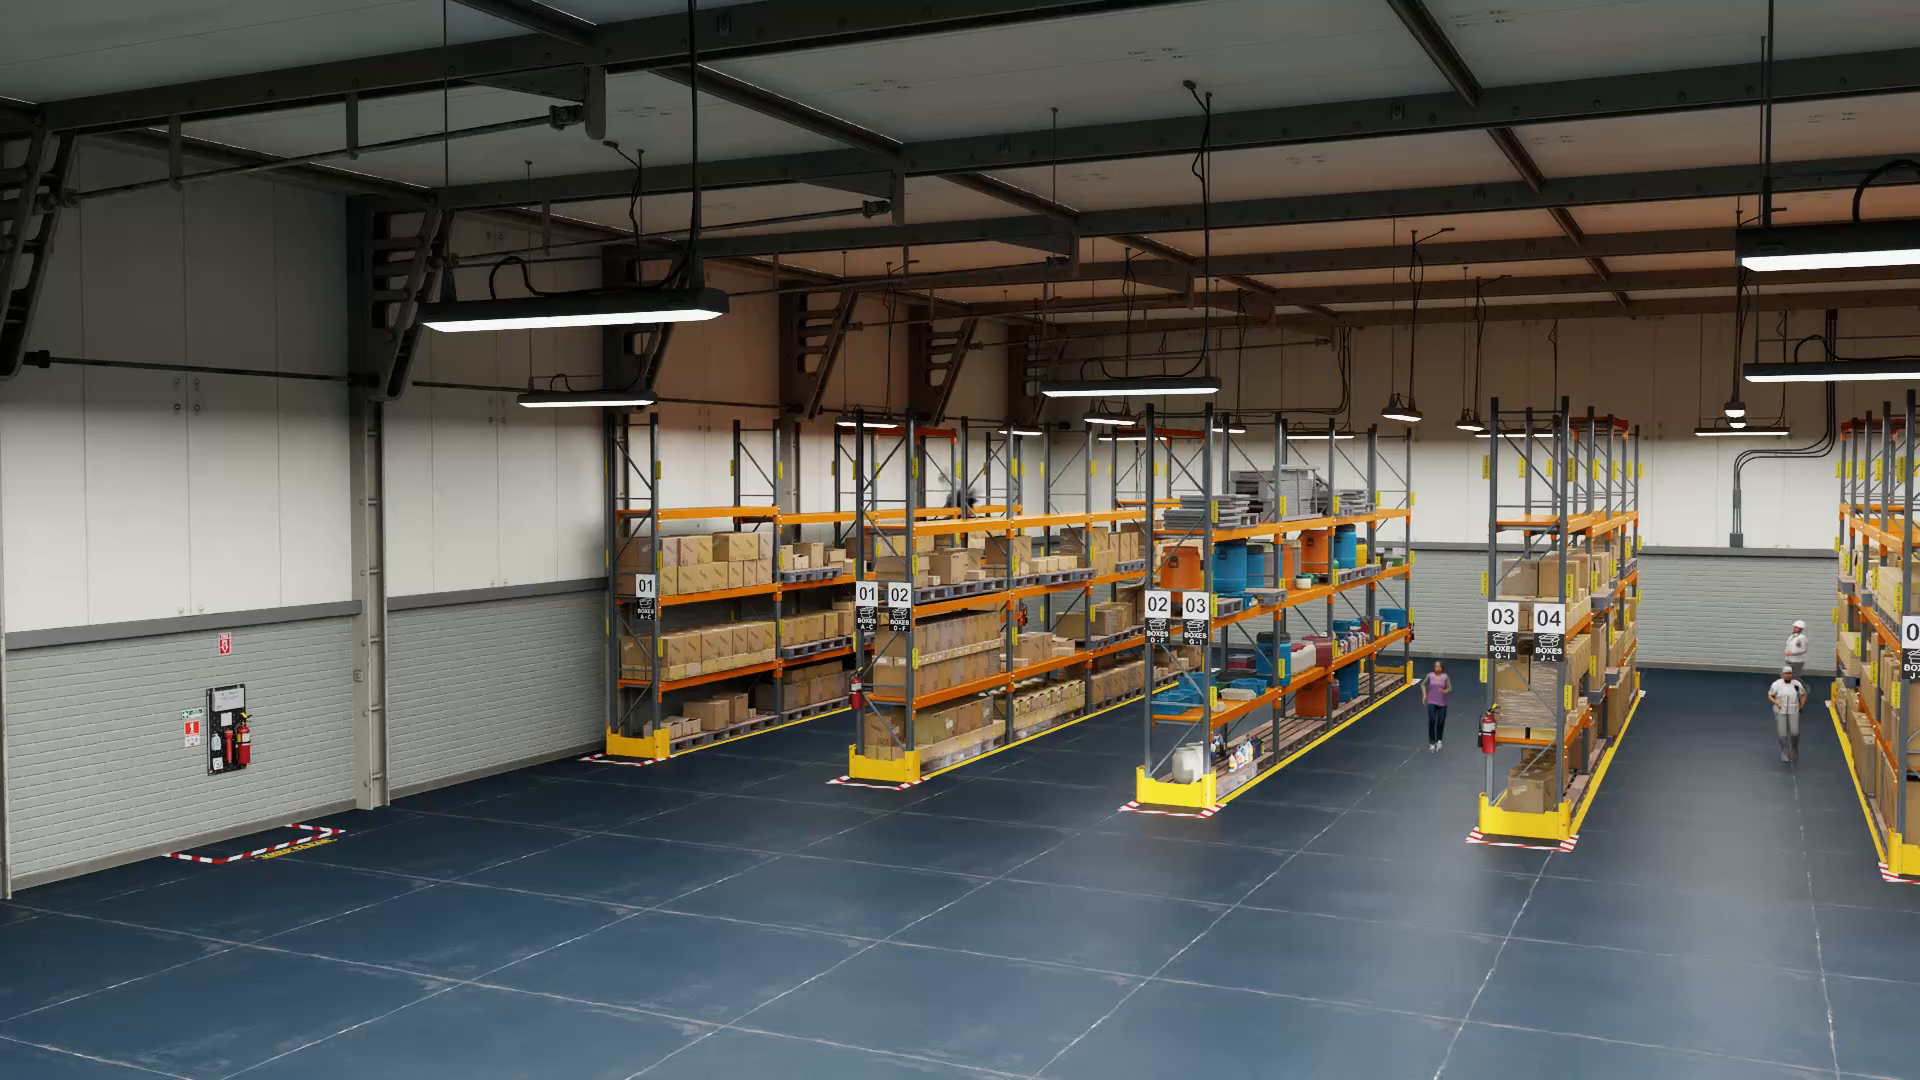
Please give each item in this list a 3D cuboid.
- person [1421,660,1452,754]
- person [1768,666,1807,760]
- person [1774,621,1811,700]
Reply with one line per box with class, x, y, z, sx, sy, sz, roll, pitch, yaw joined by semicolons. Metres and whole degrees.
person;8.475;2.957;29.552;0.503;1.644;0.710;0;2;11
person;14.196;2.985;28.544;0.603;1.617;0.573;1;3;25
person;18.086;2.620;35.946;0.806;1.771;0.669;0;2;-9
